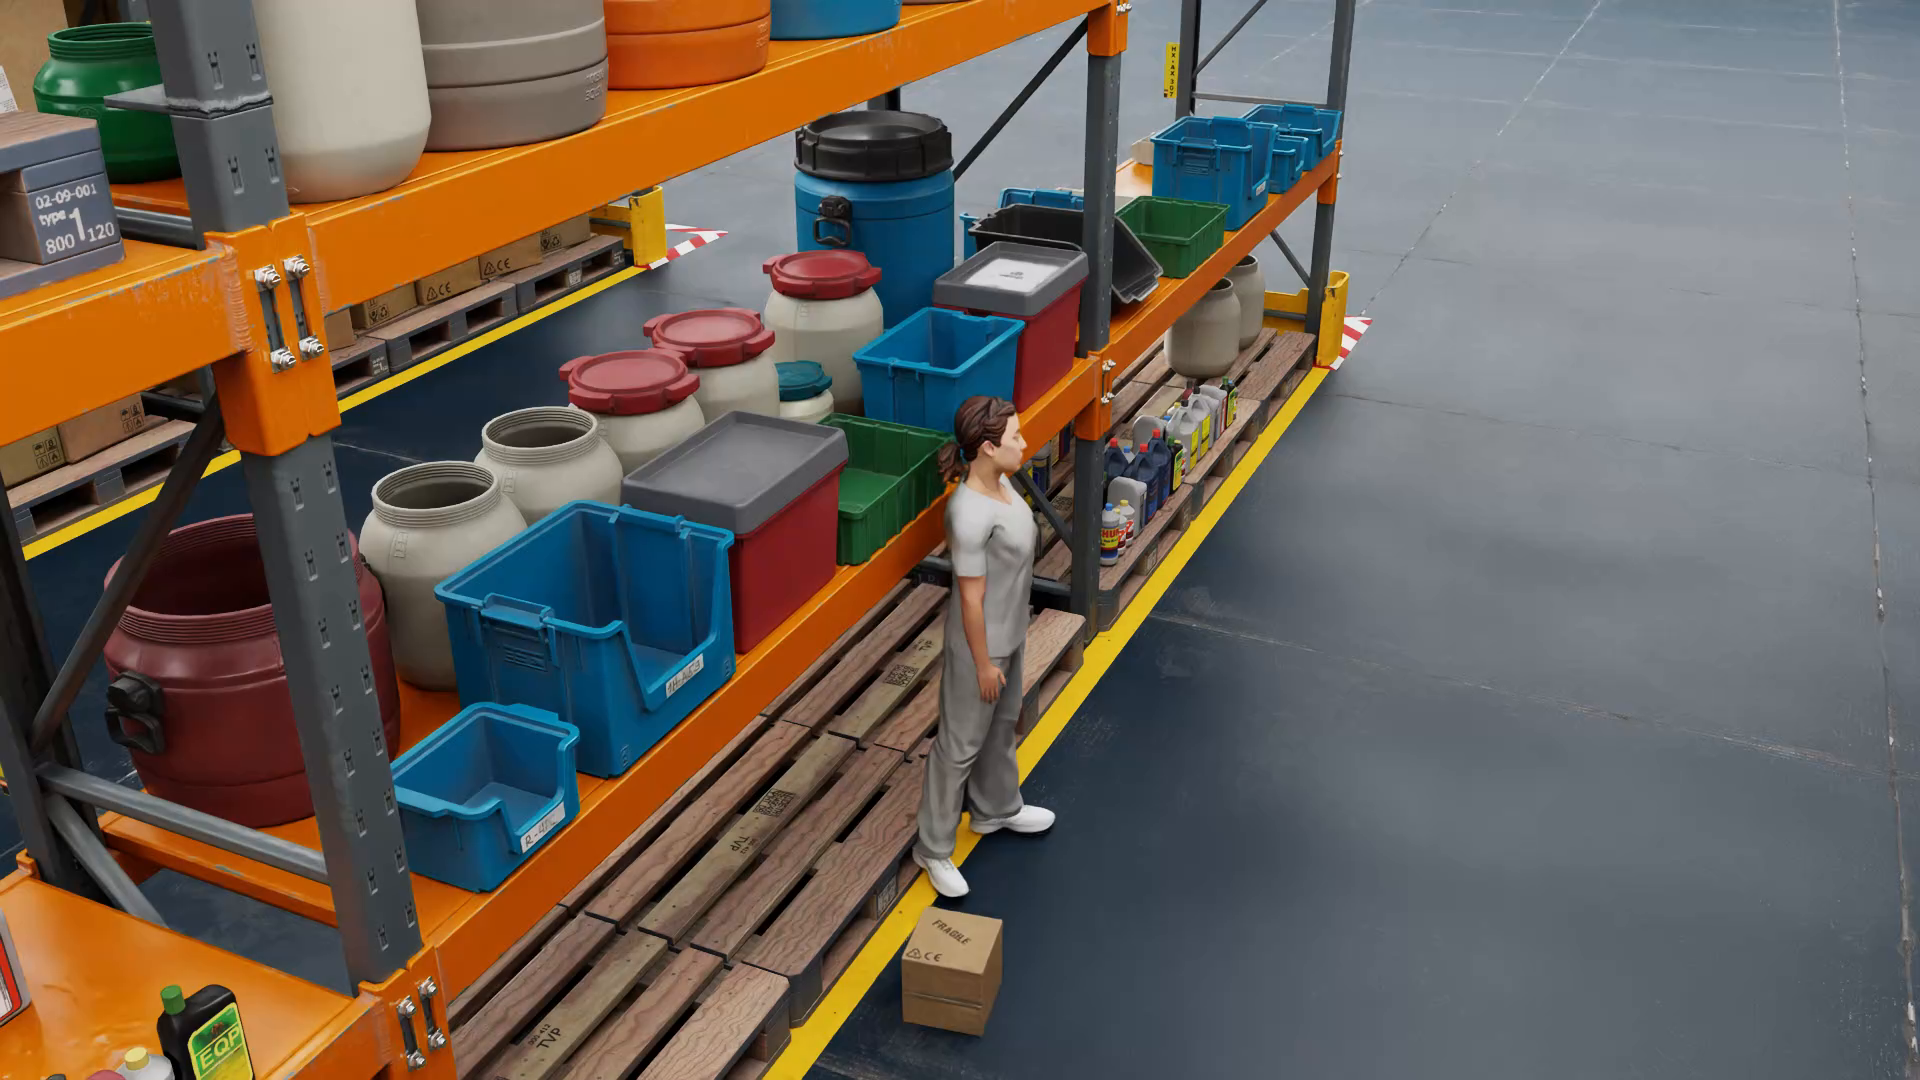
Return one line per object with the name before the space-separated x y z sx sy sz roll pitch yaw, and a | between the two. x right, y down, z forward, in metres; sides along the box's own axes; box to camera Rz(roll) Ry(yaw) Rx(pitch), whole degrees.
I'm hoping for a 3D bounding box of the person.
person | 0.066 0.343 5.391 0.446 1.675 0.549 6 27 12
